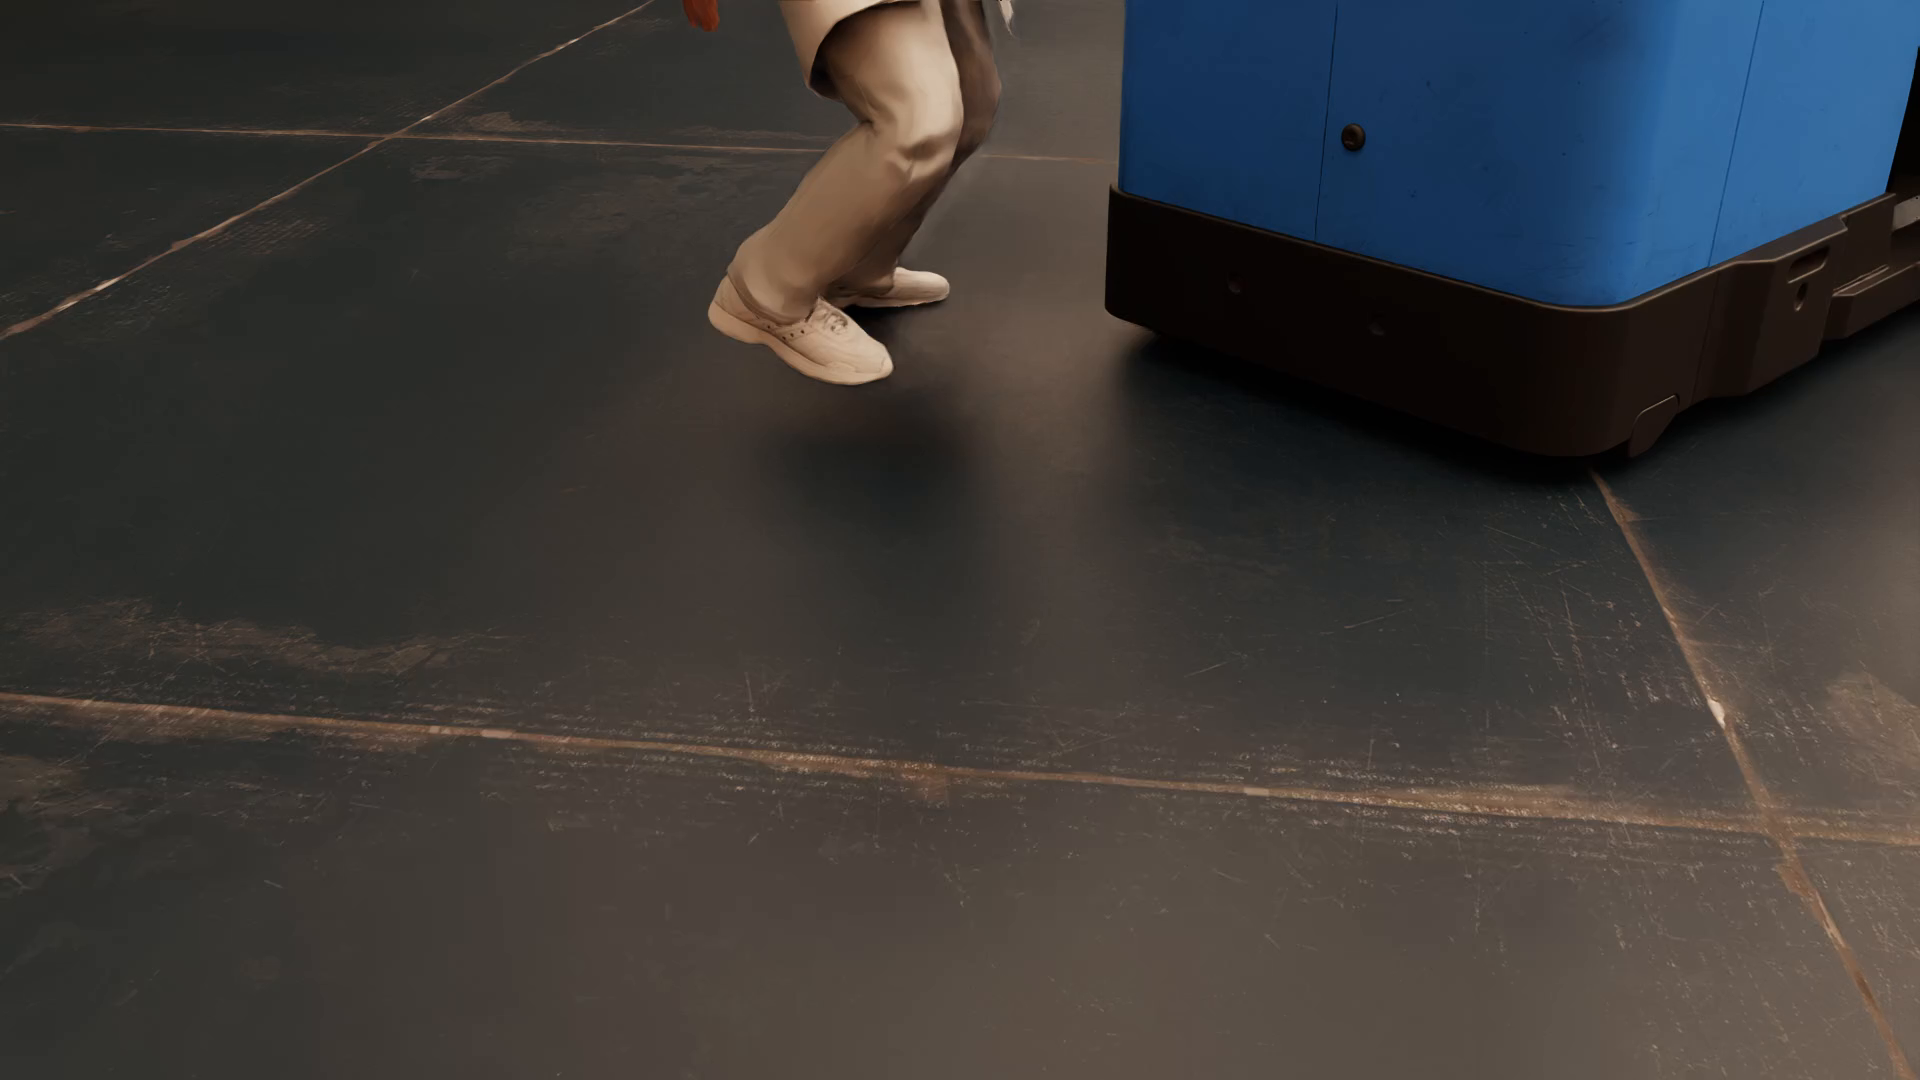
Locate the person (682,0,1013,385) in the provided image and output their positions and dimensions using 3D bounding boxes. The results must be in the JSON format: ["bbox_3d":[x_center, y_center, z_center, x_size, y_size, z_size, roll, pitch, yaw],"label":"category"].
[{"bbox_3d":[-0.163,-1.077,2.830,0.630,1.666,0.977,13,29,24],"label":"person"}]

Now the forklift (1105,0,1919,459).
[{"bbox_3d":[1.716,-1.982,3.189,3.031,2.935,1.130,-22,34,-37],"label":"forklift"}]
